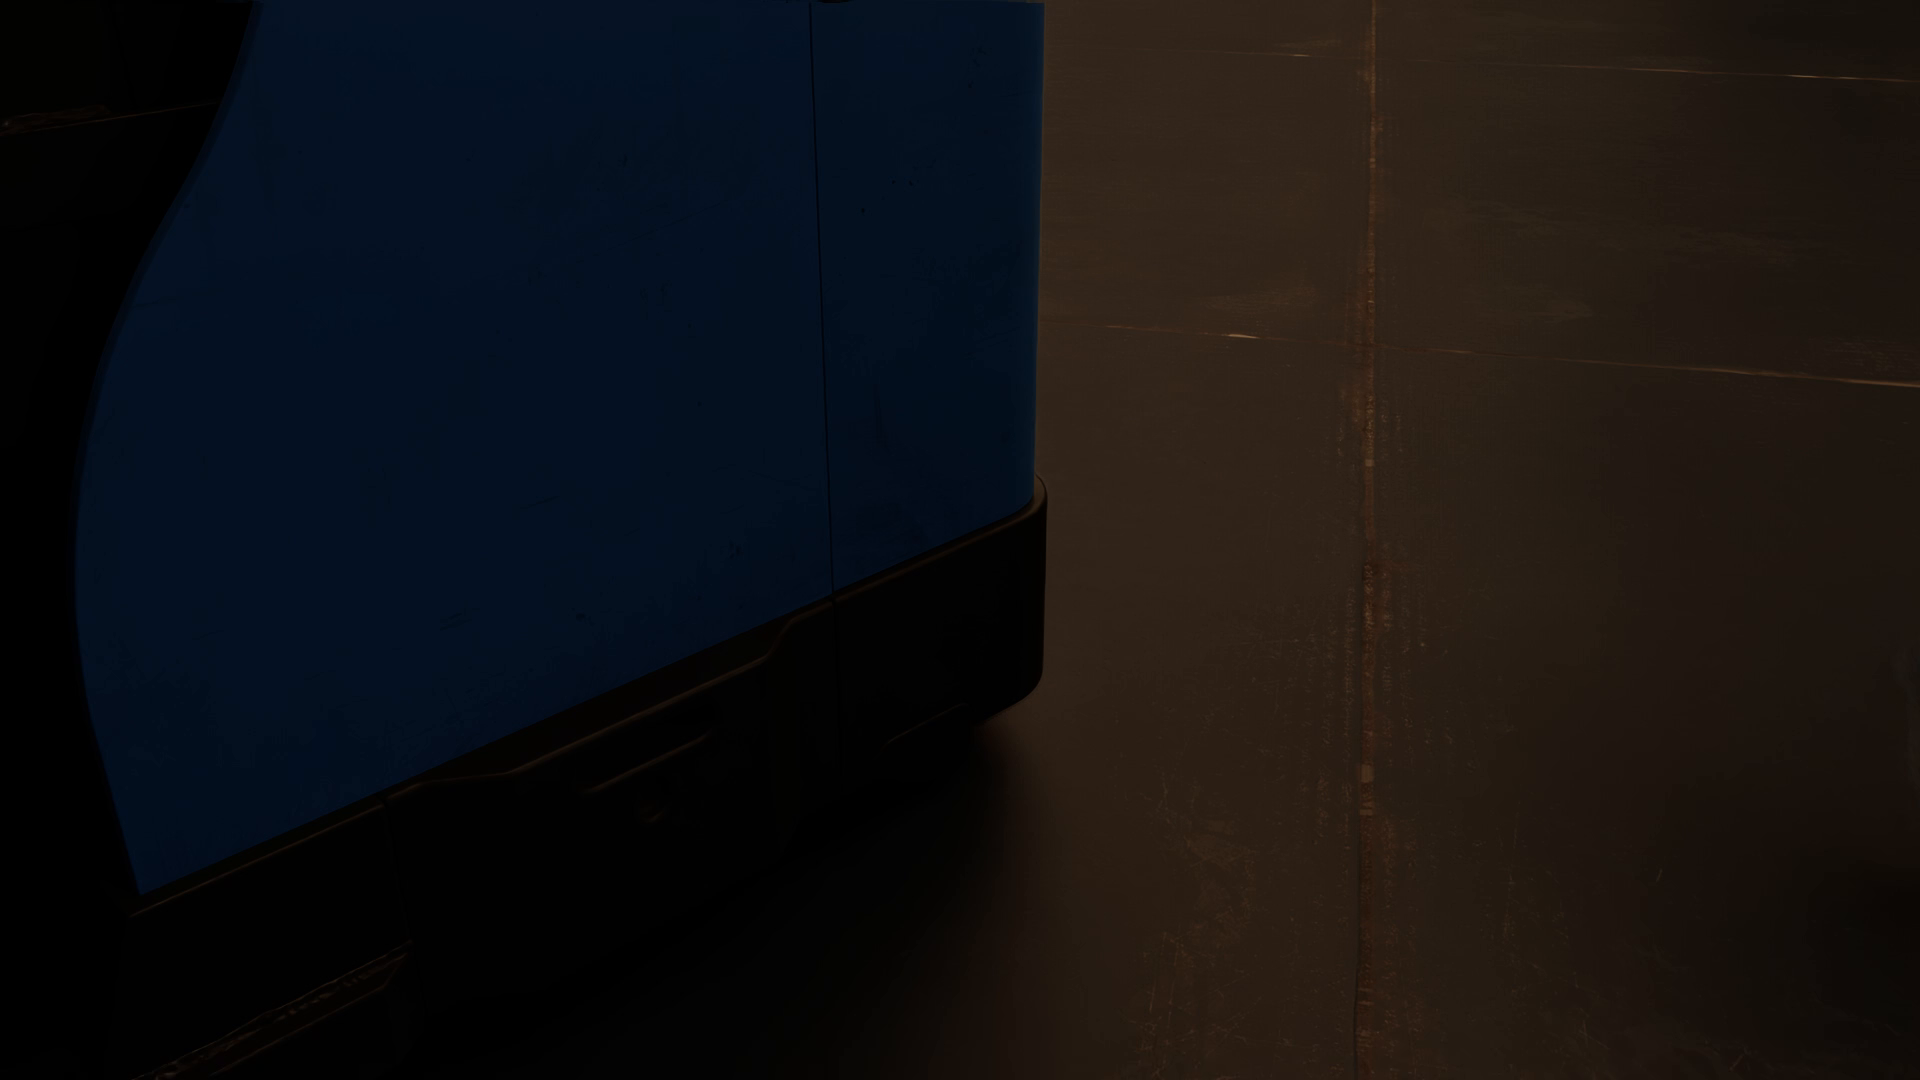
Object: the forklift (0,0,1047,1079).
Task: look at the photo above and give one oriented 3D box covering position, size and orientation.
[{"bbox_3d":[-1.307,-0.781,0.794,3.031,2.935,1.130,-24,35,-38],"label":"forklift"}]
